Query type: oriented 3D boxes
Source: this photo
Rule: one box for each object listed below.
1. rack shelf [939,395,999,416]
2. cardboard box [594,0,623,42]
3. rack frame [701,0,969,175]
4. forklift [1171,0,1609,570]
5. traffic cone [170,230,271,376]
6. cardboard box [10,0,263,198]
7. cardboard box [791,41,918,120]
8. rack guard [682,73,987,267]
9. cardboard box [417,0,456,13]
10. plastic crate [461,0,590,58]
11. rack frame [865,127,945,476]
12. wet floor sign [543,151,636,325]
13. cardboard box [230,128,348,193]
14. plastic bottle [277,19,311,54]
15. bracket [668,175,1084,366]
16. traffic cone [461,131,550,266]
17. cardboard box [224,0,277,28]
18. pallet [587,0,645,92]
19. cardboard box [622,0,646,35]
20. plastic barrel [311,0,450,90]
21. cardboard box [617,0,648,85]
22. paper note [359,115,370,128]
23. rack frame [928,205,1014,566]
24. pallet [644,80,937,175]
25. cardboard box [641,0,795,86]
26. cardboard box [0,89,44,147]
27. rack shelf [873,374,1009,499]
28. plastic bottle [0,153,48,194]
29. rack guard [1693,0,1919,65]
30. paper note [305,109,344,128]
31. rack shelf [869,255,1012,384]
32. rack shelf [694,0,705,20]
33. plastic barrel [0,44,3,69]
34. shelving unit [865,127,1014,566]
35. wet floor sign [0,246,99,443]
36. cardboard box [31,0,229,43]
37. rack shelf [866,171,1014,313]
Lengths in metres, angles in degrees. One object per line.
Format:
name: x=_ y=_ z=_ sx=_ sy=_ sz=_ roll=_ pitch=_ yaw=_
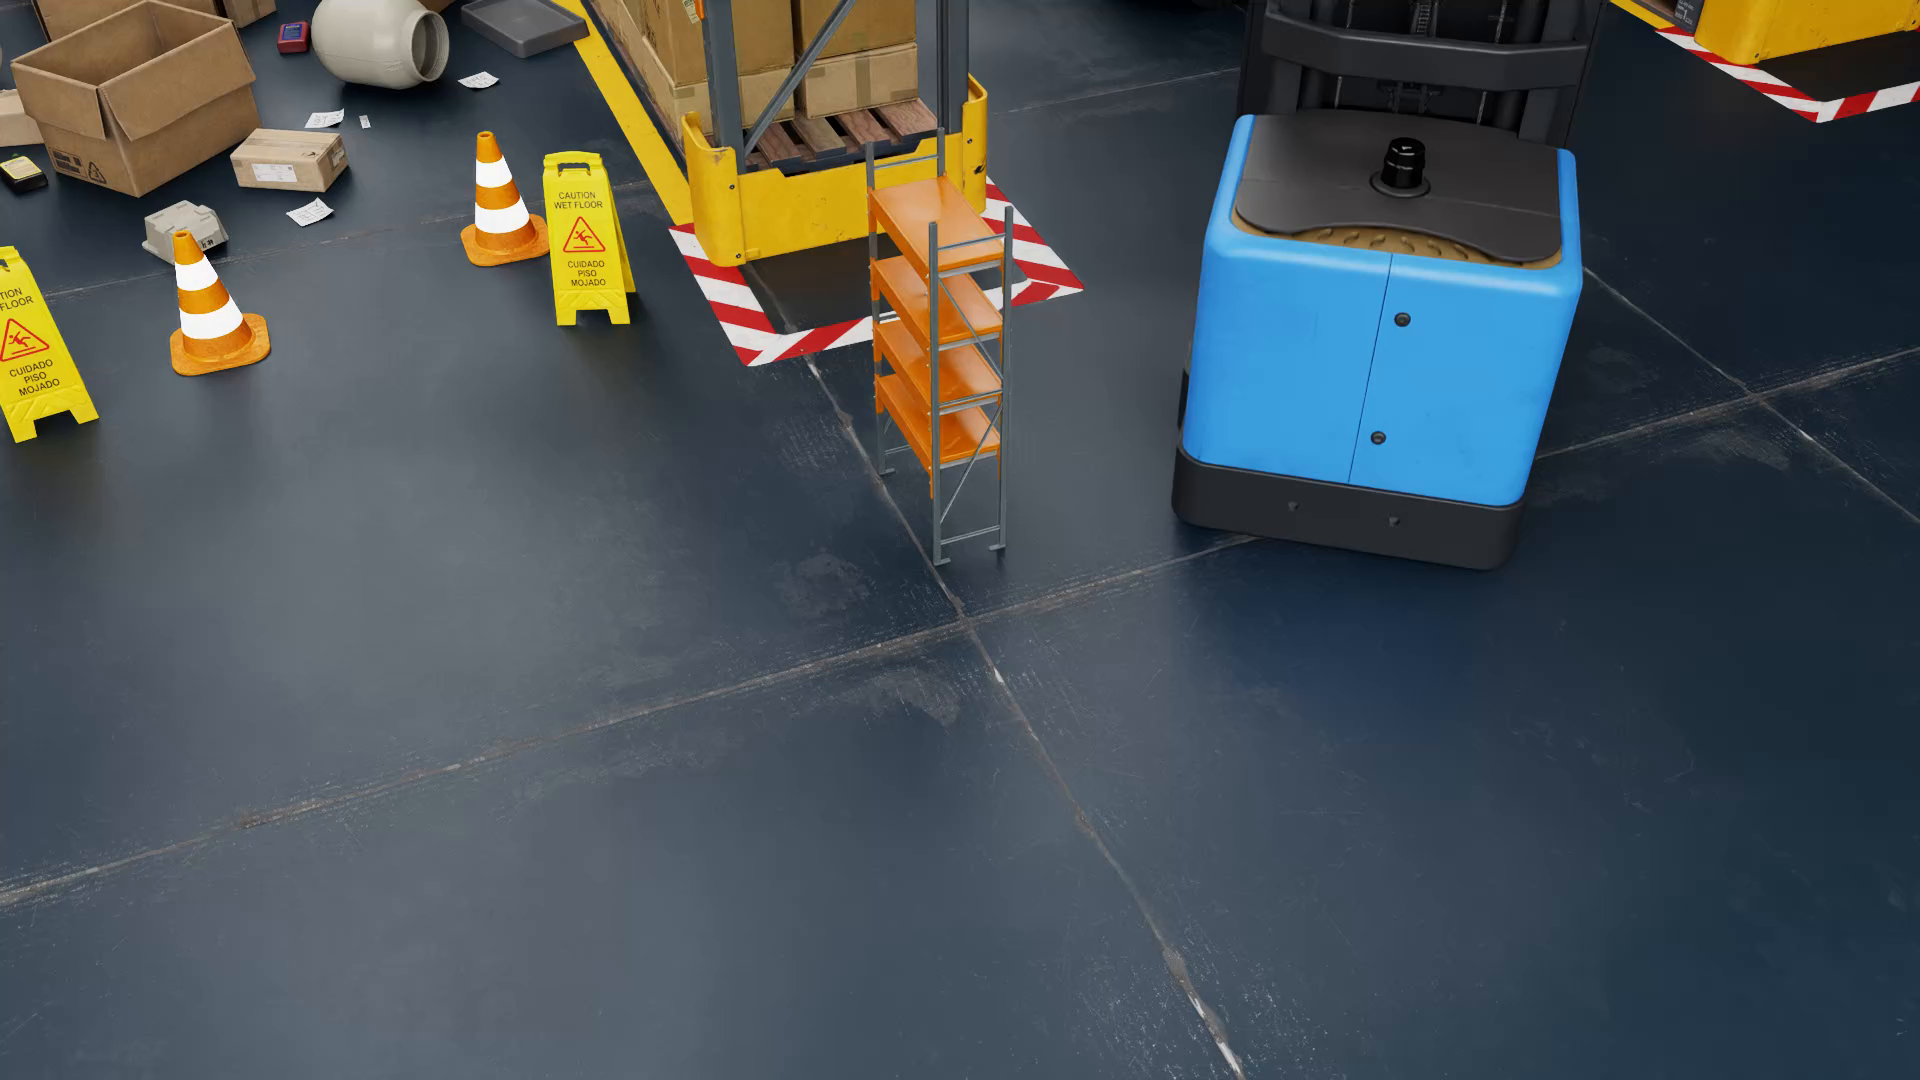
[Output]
rack shelf: x=-0.063 y=-0.525 z=5.000 sx=0.199 sy=0.029 sz=0.442 roll=-15 pitch=43 yaw=-17
cardboard box: x=-1.404 y=-2.557 z=7.710 sx=0.500 sy=0.250 sz=0.500 roll=-17 pitch=43 yaw=-18
rack frame: x=-0.450 y=-2.393 z=5.732 sx=1.000 sy=3.000 sz=0.127 roll=-15 pitch=43 yaw=-17
forklift: x=1.522 y=-1.991 z=5.318 sx=1.130 sy=2.935 sz=3.031 roll=9 pitch=42 yaw=11
traffic cone: x=-2.702 y=-0.887 z=5.926 sx=0.336 sy=0.463 sz=0.334 roll=-15 pitch=43 yaw=-17
cardboard box: x=-3.461 y=-1.873 z=7.042 sx=0.637 sy=0.503 sz=0.797 roll=19 pitch=44 yaw=20
cardboard box: x=-0.503 y=-2.065 z=7.137 sx=0.500 sy=0.250 sz=0.500 roll=-15 pitch=43 yaw=-17
rack guard: x=-0.479 y=-1.491 z=6.601 sx=1.175 sy=0.500 sz=0.348 roll=-15 pitch=43 yaw=-17
cardboard box: x=-2.828 y=-2.871 z=8.203 sx=0.500 sy=0.500 sz=0.500 roll=12 pitch=42 yaw=13
plastic crate: x=-2.137 y=-2.545 z=8.149 sx=0.402 sy=0.080 sz=0.583 roll=-31 pitch=49 yaw=-31
rack frame: x=-0.157 y=-0.702 z=5.146 sx=0.240 sy=1.200 sz=0.015 roll=-15 pitch=43 yaw=-17
wet floor sign: x=-1.366 y=-1.119 z=6.056 sx=0.267 sy=0.644 sz=0.232 roll=-2 pitch=41 yaw=-2
cardboard box: x=-2.817 y=-1.597 z=6.993 sx=0.380 sy=0.149 sz=0.250 roll=5 pitch=41 yaw=6
plastic bottle: x=-3.219 y=-2.443 z=8.044 sx=0.133 sy=0.061 sz=0.283 roll=-8 pitch=41 yaw=-9
bracket: x=-0.346 y=-1.108 z=6.538 sx=1.378 sy=0.001 sz=1.079 roll=-15 pitch=43 yaw=-17
traffic cone: x=-1.806 y=-1.368 z=6.486 sx=0.336 sy=0.463 sz=0.334 roll=-15 pitch=43 yaw=-17
cardboard box: x=-3.652 y=-2.740 z=8.232 sx=0.396 sy=0.266 sz=0.258 roll=19 pitch=44 yaw=20
pallet: x=-1.220 y=-2.614 z=8.127 sx=1.003 sy=0.211 sz=1.213 roll=-15 pitch=43 yaw=-17
cardboard box: x=-1.200 y=-2.525 z=7.098 sx=0.500 sy=0.500 sz=0.500 roll=-14 pitch=43 yaw=-15
plastic barrel: x=-2.639 y=-2.283 z=7.580 sx=0.512 sy=0.421 sz=0.421 roll=12 pitch=42 yaw=13
cardboard box: x=-1.199 y=-2.244 z=7.345 sx=0.500 sy=0.250 sz=0.500 roll=-15 pitch=43 yaw=-17
paper note: x=-7.054 y=-5.641 z=11.648 sx=3.823 sy=0.211 sz=13.979 roll=-15 pitch=43 yaw=-17
rack frame: x=0.030 y=-0.408 z=4.804 sx=0.240 sy=1.200 sz=0.015 roll=-15 pitch=43 yaw=-17
pallet: x=-0.757 y=-1.880 z=7.274 sx=1.003 sy=0.211 sz=1.213 roll=-15 pitch=43 yaw=-17
cardboard box: x=-0.997 y=-2.212 z=6.733 sx=0.500 sy=0.500 sz=0.500 roll=-15 pitch=43 yaw=-17
cardboard box: x=-4.156 y=-1.894 z=7.249 sx=0.396 sy=0.266 sz=0.258 roll=-8 pitch=41 yaw=-9
rack shelf: x=-0.063 y=-0.353 z=5.148 sx=0.258 sy=0.148 sz=0.480 roll=-15 pitch=43 yaw=-17
plastic bottle: x=-3.966 y=-1.552 z=7.008 sx=0.133 sy=0.061 sz=0.283 roll=-31 pitch=49 yaw=-31
rack guard: x=4.144 y=-2.671 z=7.973 sx=1.175 sy=0.500 sz=0.348 roll=-15 pitch=43 yaw=-17
paper note: x=-2.837 y=-1.885 z=7.427 sx=0.148 sy=0.019 sz=0.142 roll=-2 pitch=41 yaw=-2
rack shelf: x=-0.063 y=-0.673 z=4.873 sx=0.258 sy=0.148 sz=0.480 roll=-15 pitch=43 yaw=-17
rack shelf: x=-1.215 y=-3.325 z=7.368 sx=1.077 sy=0.370 sz=4.000 roll=-15 pitch=43 yaw=-17
plastic barrel: x=-4.664 y=-2.229 z=7.518 sx=0.512 sy=0.421 sz=0.421 roll=12 pitch=42 yaw=13
shelving unit: x=-0.063 y=-0.555 z=4.975 sx=0.258 sy=1.200 sz=0.503 roll=-15 pitch=43 yaw=-17
wet floor sign: x=-3.144 y=-0.681 z=5.547 sx=0.267 sy=0.644 sz=0.232 roll=-23 pitch=46 yaw=-24
cardboard box: x=-3.826 y=-2.486 z=7.651 sx=0.797 sy=0.637 sz=0.503 roll=-15 pitch=43 yaw=-17
rack shelf: x=-0.063 y=-0.853 z=4.719 sx=0.258 sy=0.148 sz=0.480 roll=-15 pitch=43 yaw=-17
